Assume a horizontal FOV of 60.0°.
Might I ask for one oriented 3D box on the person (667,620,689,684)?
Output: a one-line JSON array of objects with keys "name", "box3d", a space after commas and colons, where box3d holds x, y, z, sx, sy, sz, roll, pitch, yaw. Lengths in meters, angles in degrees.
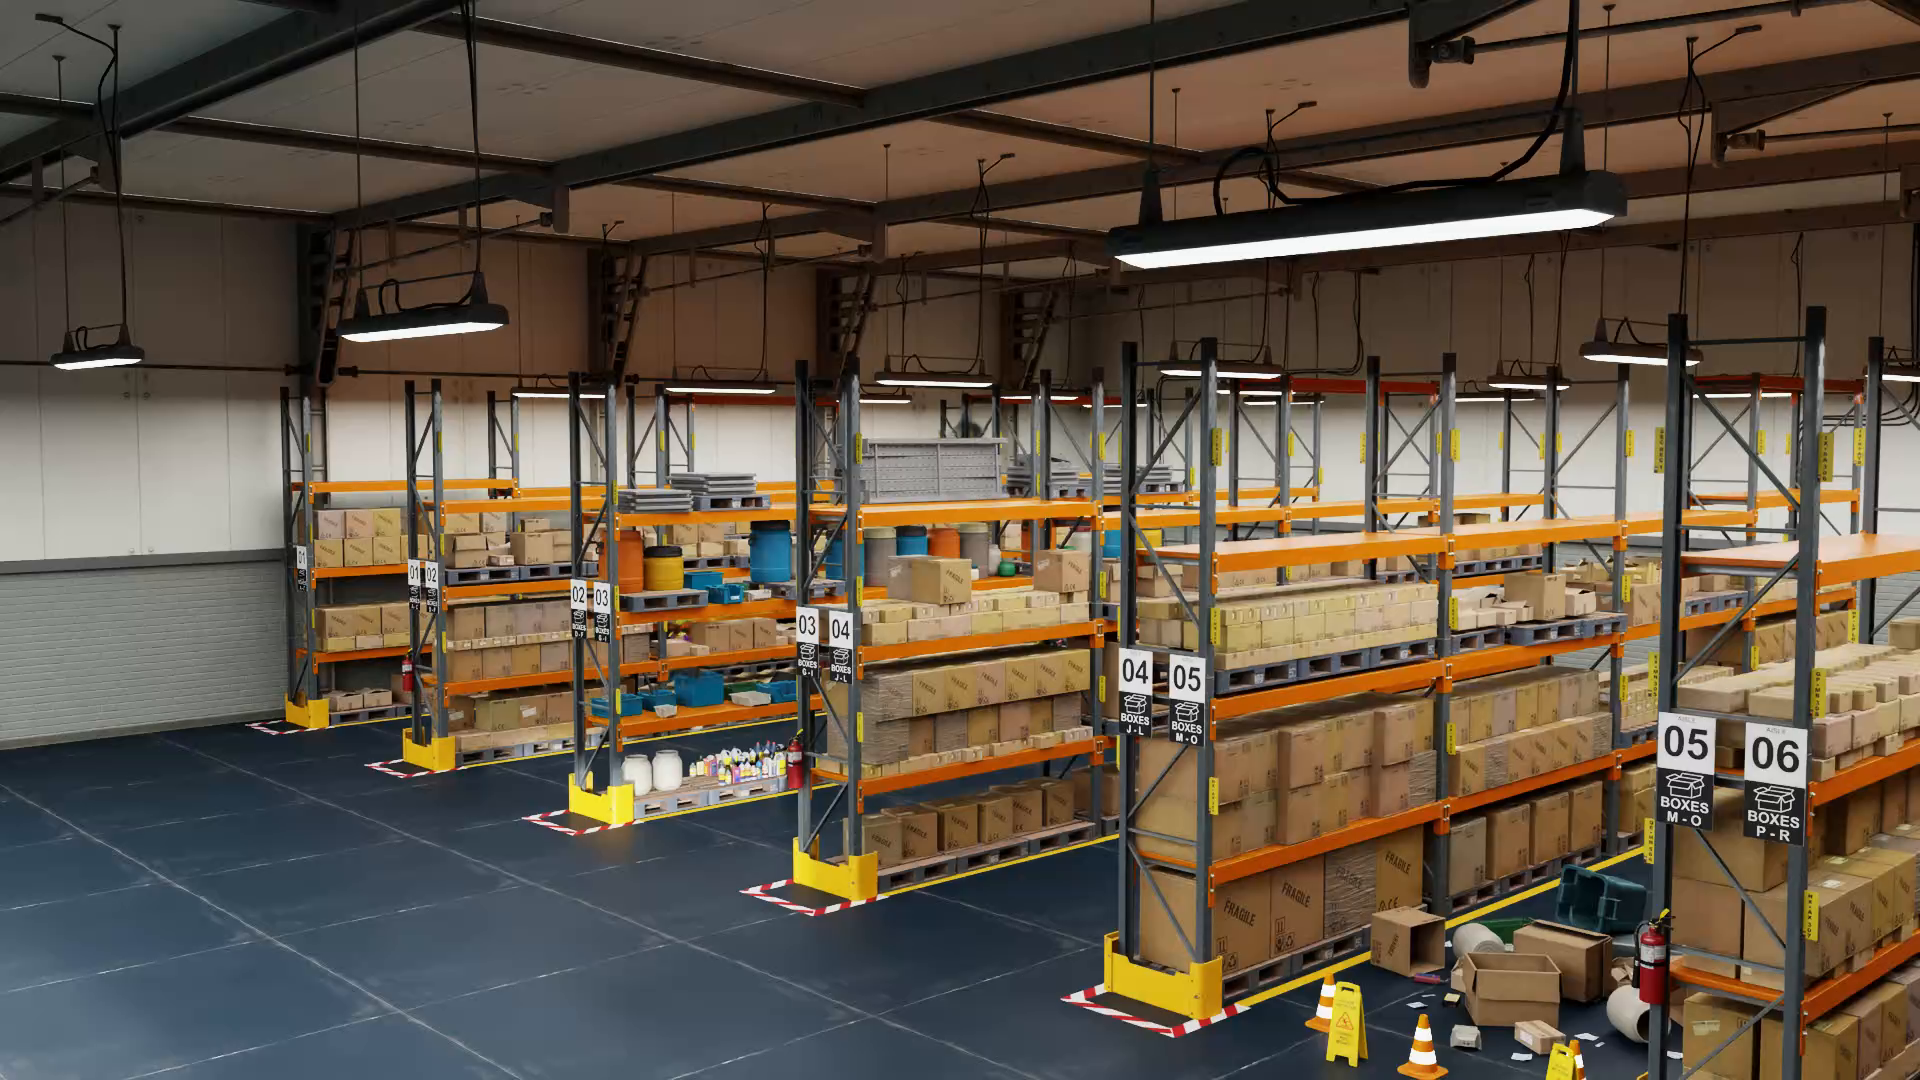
[{"name": "person", "box3d": [-5.244, 2.296, 30.710, 0.703, 1.747, 0.992, 3, 5, 42]}]
